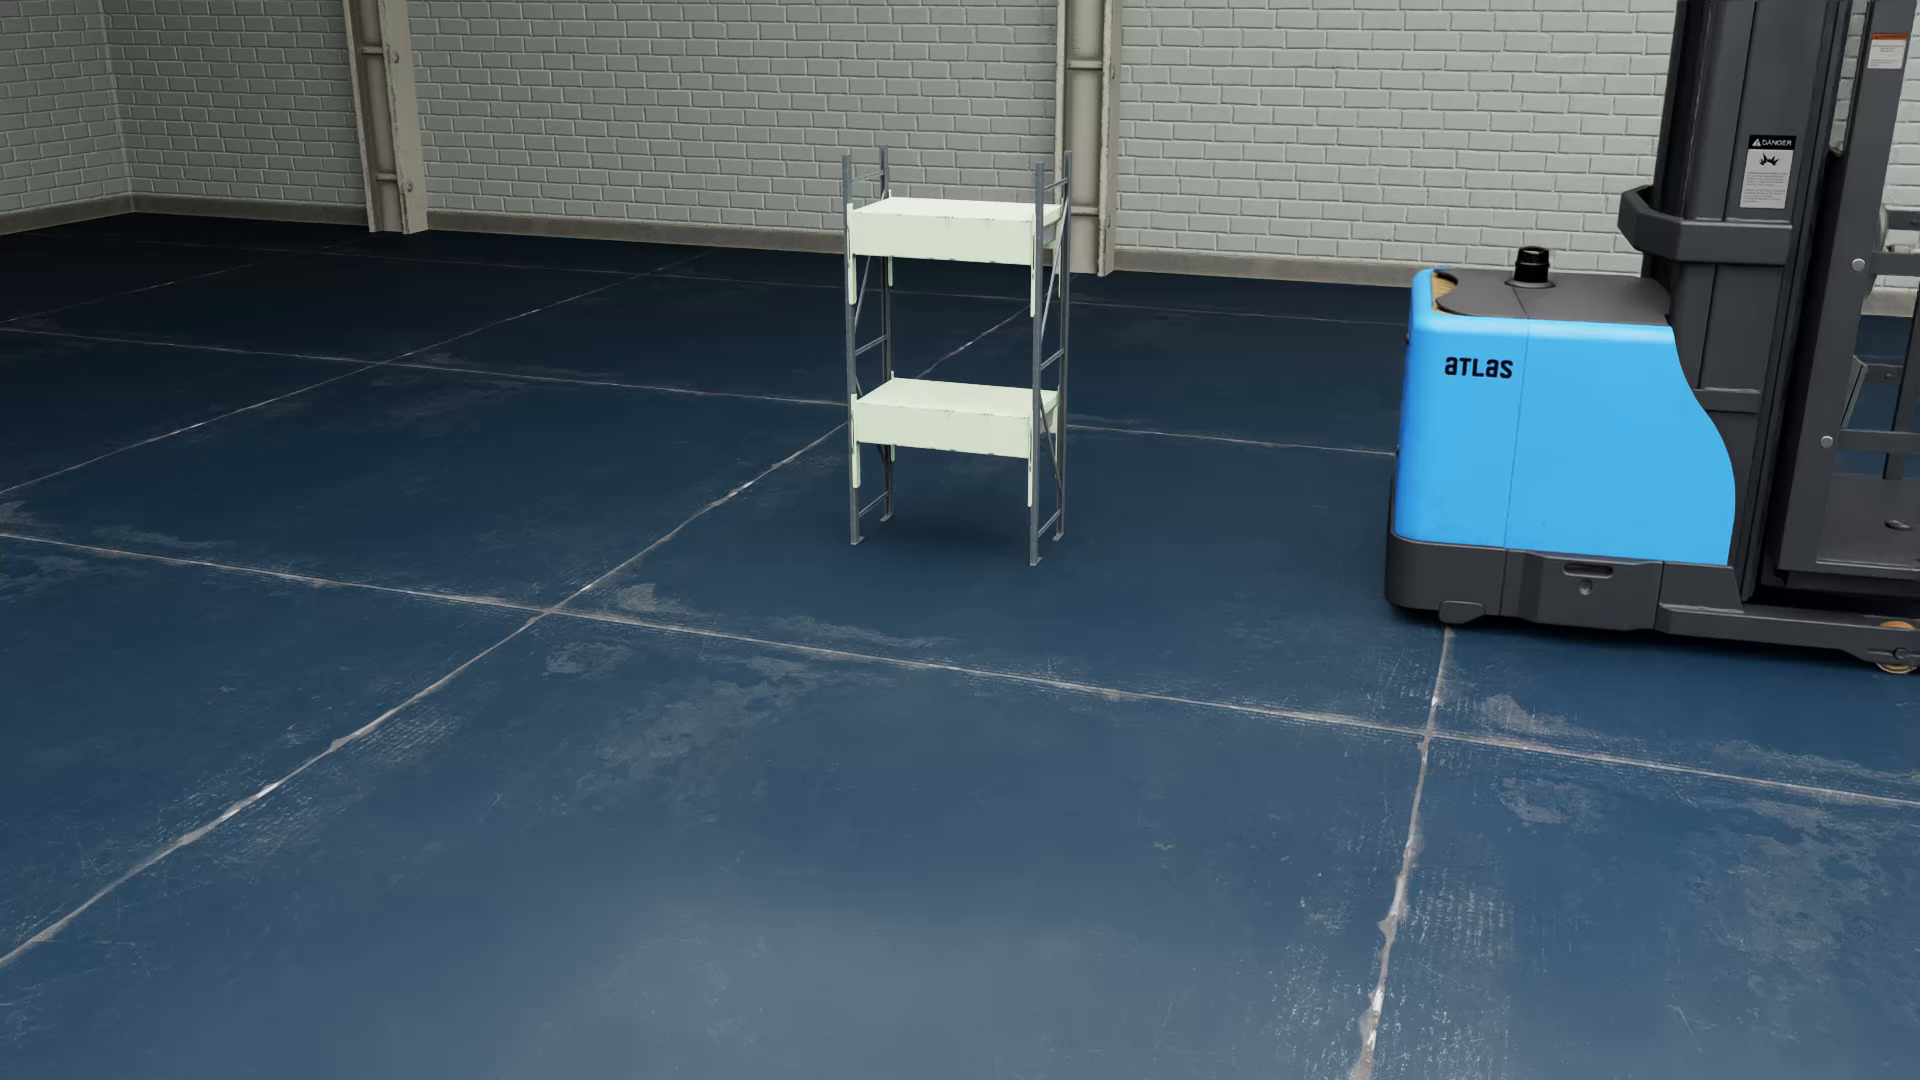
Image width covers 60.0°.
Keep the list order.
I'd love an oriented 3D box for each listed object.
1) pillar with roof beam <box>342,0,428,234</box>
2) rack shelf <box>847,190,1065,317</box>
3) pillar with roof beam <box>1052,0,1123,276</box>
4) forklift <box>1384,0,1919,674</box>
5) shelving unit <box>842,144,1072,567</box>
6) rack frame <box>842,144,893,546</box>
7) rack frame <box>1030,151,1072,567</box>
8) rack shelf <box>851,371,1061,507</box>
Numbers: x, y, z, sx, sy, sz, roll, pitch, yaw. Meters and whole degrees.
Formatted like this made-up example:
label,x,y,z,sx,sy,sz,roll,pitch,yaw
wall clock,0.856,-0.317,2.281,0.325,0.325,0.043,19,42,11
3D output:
label,x,y,z,sx,sy,sz,roll,pitch,yaw
pillar with roof beam,-6.170,-5.540,8.799,0.400,9.000,9.100,7,20,18
rack shelf,-0.006,-1.077,6.203,0.720,0.370,0.431,7,20,18
pillar with roof beam,-0.502,-4.892,6.940,0.400,9.000,9.100,7,20,18
forklift,3.053,-1.132,5.371,3.031,2.935,1.130,5,20,14
shelving unit,-0.006,-0.709,6.331,0.755,1.500,0.431,7,20,18
rack frame,-0.352,-0.748,6.445,0.023,1.500,0.400,7,20,18
rack frame,0.339,-0.669,6.218,0.023,1.500,0.400,7,20,18
rack shelf,-0.006,-0.401,6.439,0.720,0.370,0.431,7,20,18
